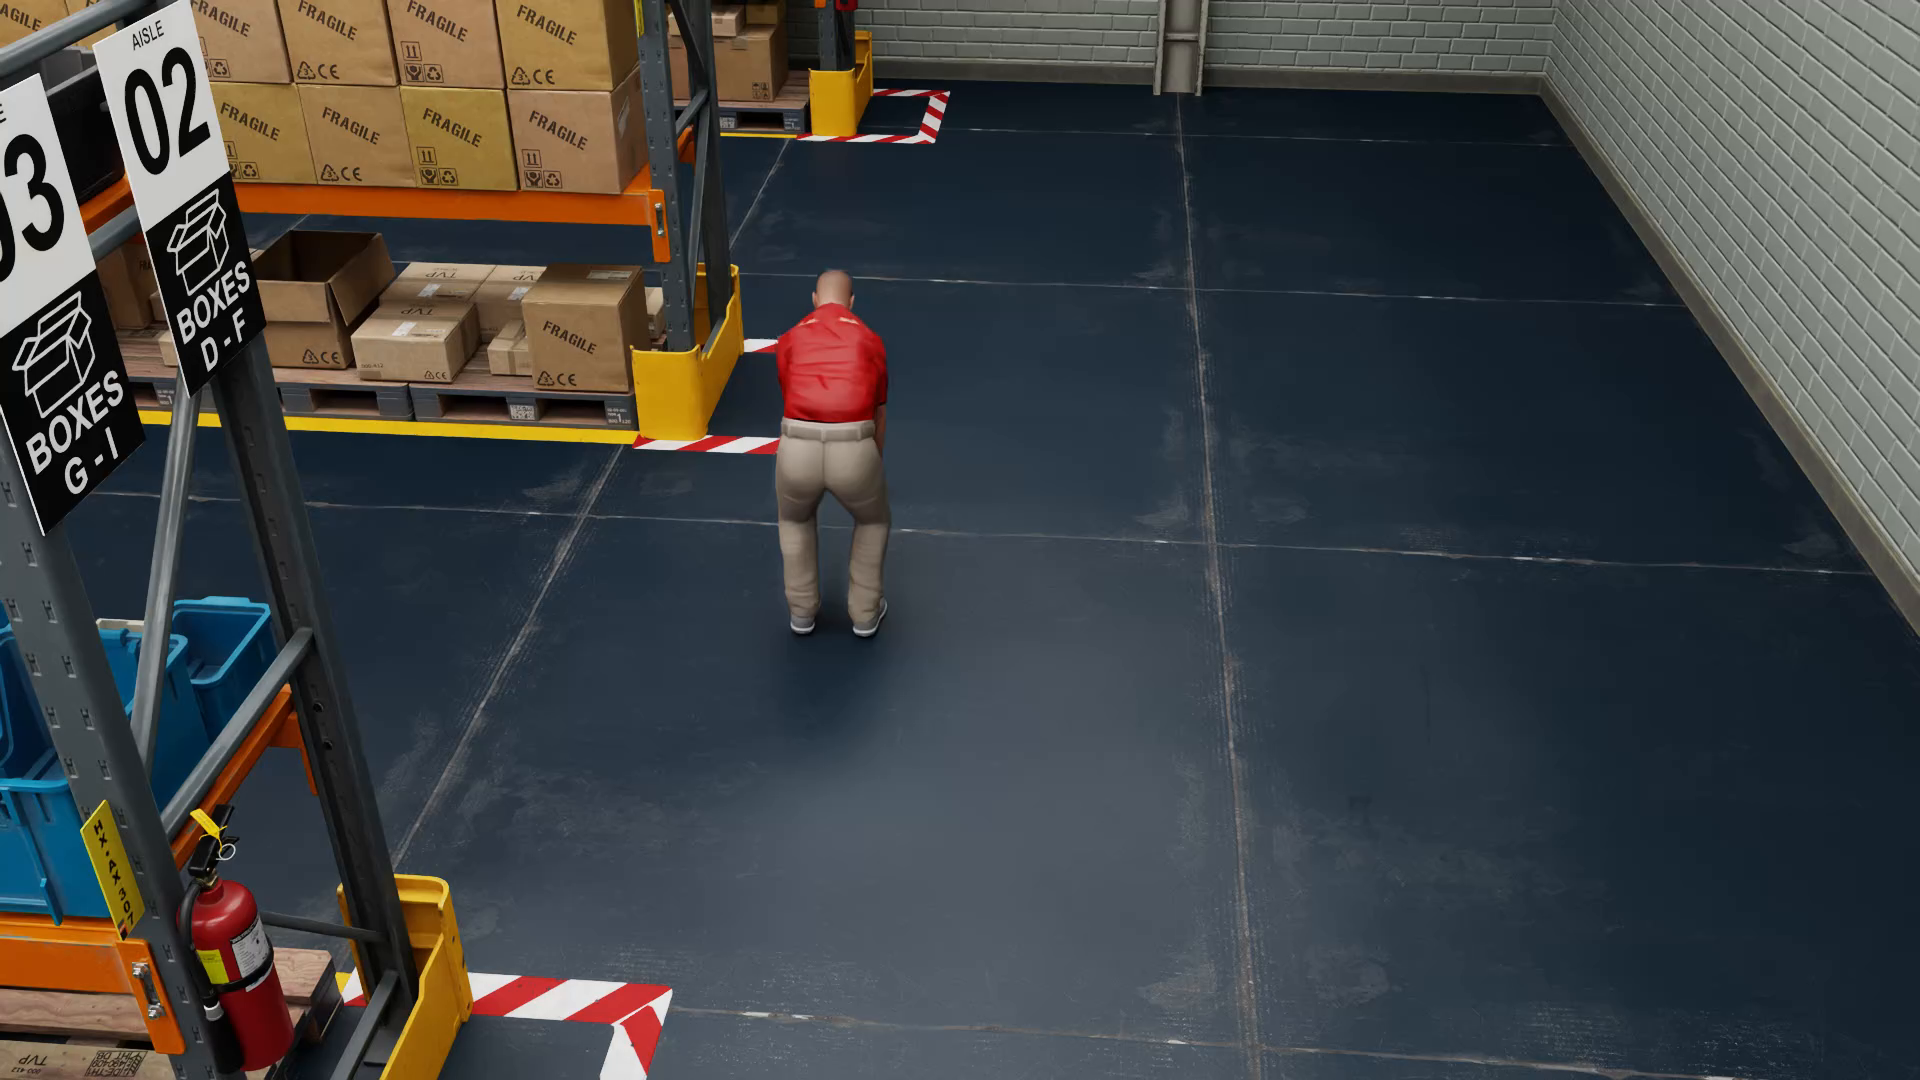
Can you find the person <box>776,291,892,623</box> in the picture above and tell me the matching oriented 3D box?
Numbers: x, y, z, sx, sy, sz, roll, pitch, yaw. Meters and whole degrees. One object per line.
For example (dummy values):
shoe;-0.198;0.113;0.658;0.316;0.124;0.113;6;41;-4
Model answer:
person;-0.524;-0.351;7.014;0.482;1.255;0.821;2;32;3
